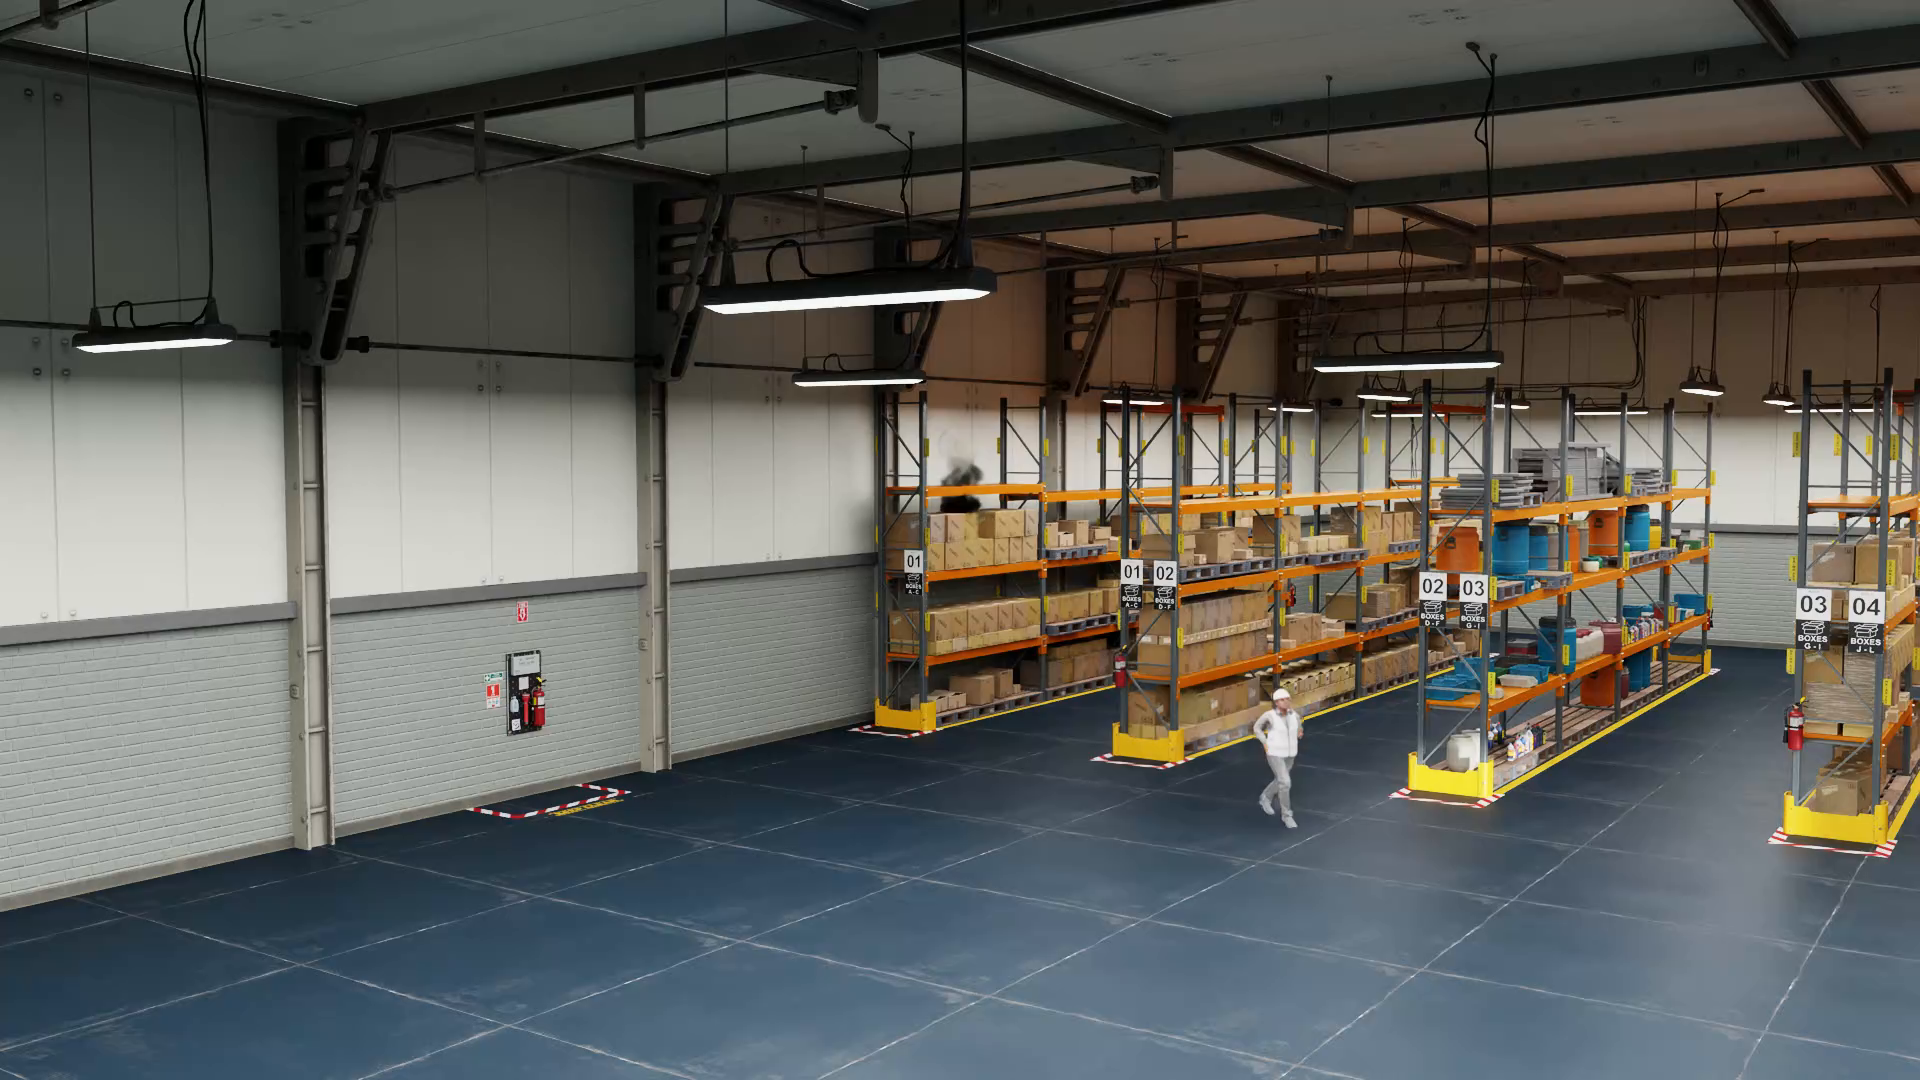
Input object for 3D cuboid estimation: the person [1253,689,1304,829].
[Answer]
[{"bbox_3d":[4.300,2.881,22.226,0.638,1.813,0.871,-2,4,-26],"label":"person"}]
